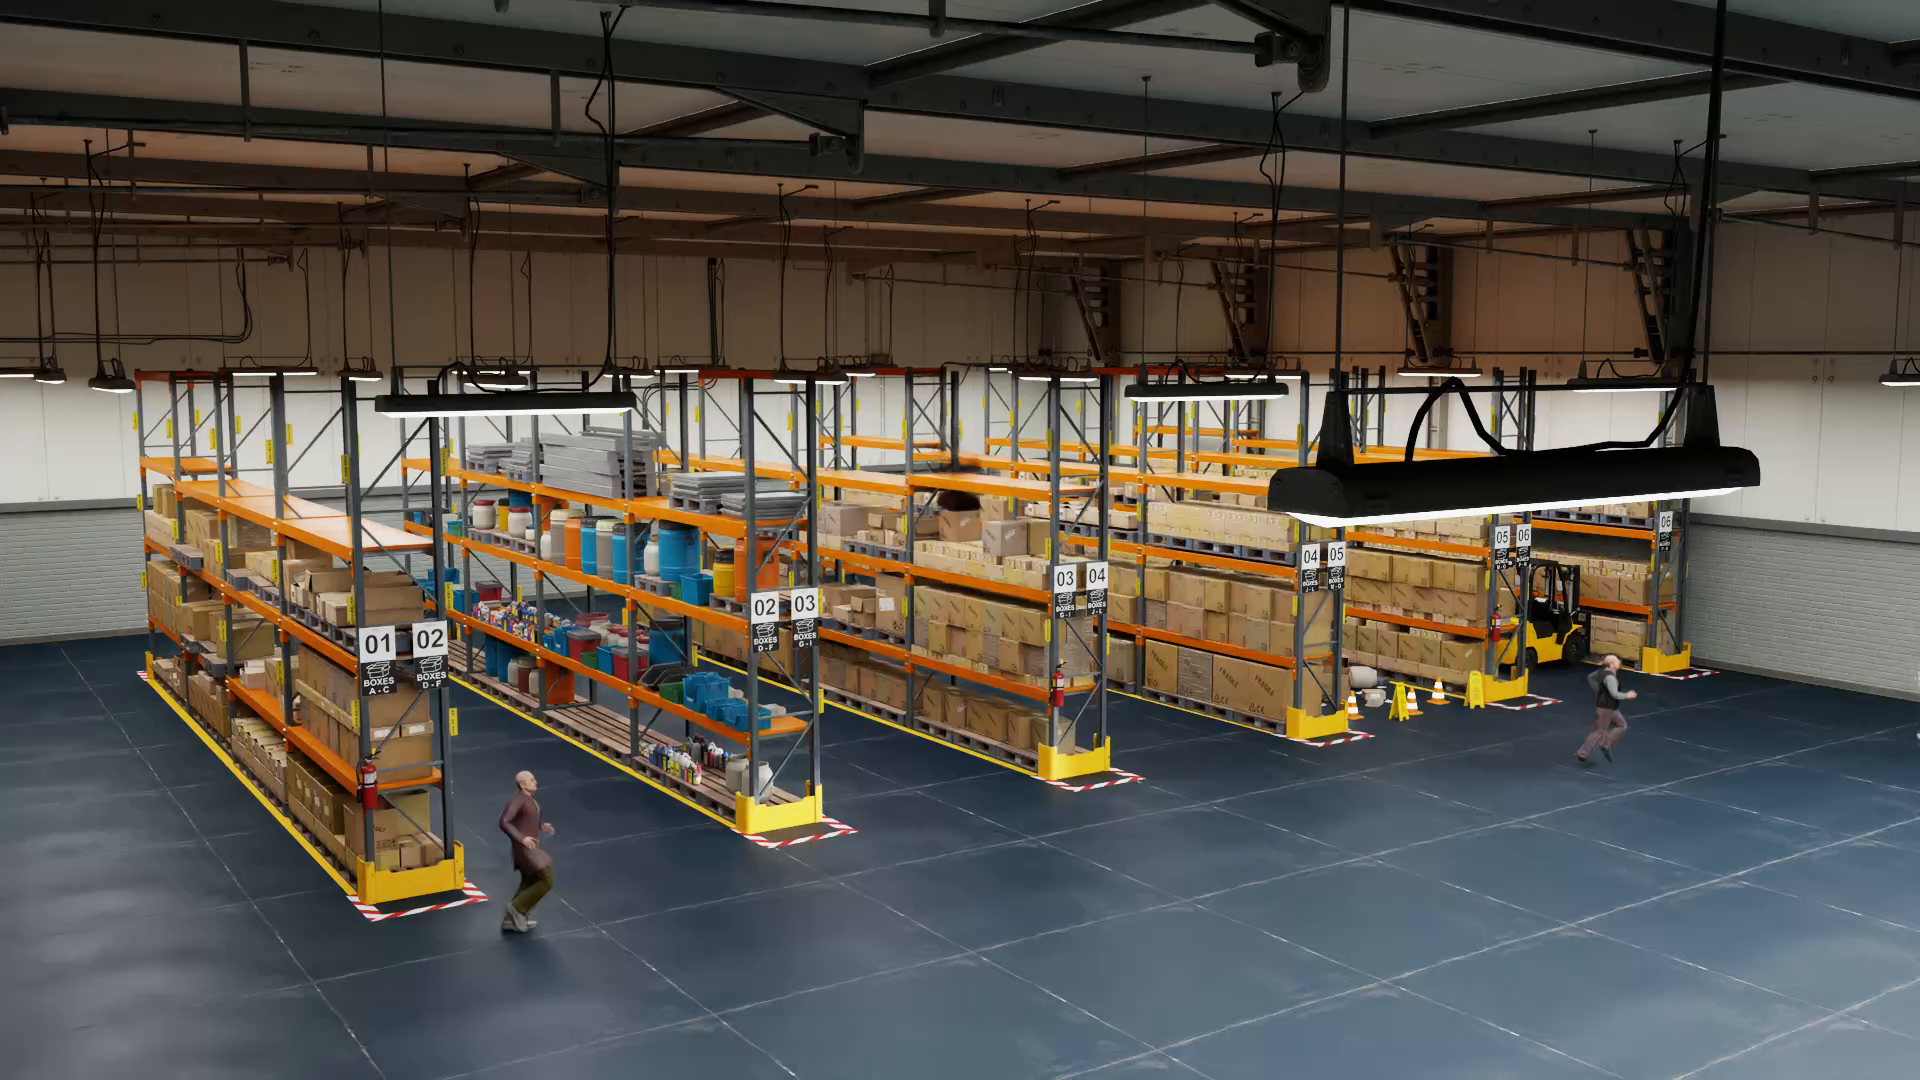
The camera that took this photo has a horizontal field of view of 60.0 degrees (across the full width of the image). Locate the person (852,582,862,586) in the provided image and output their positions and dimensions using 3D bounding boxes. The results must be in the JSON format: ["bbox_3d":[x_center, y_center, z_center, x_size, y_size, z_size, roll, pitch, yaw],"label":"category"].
[{"bbox_3d":[-2.158,1.669,34.081,0.607,1.663,0.750,-6,9,-42],"label":"person"}]

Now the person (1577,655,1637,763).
[{"bbox_3d":[9.941,2.593,25.555,0.848,1.697,0.664,2,7,14],"label":"person"}]

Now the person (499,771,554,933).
[{"bbox_3d":[-4.744,3.402,18.275,0.579,1.741,0.742,-1,6,-5],"label":"person"}]
